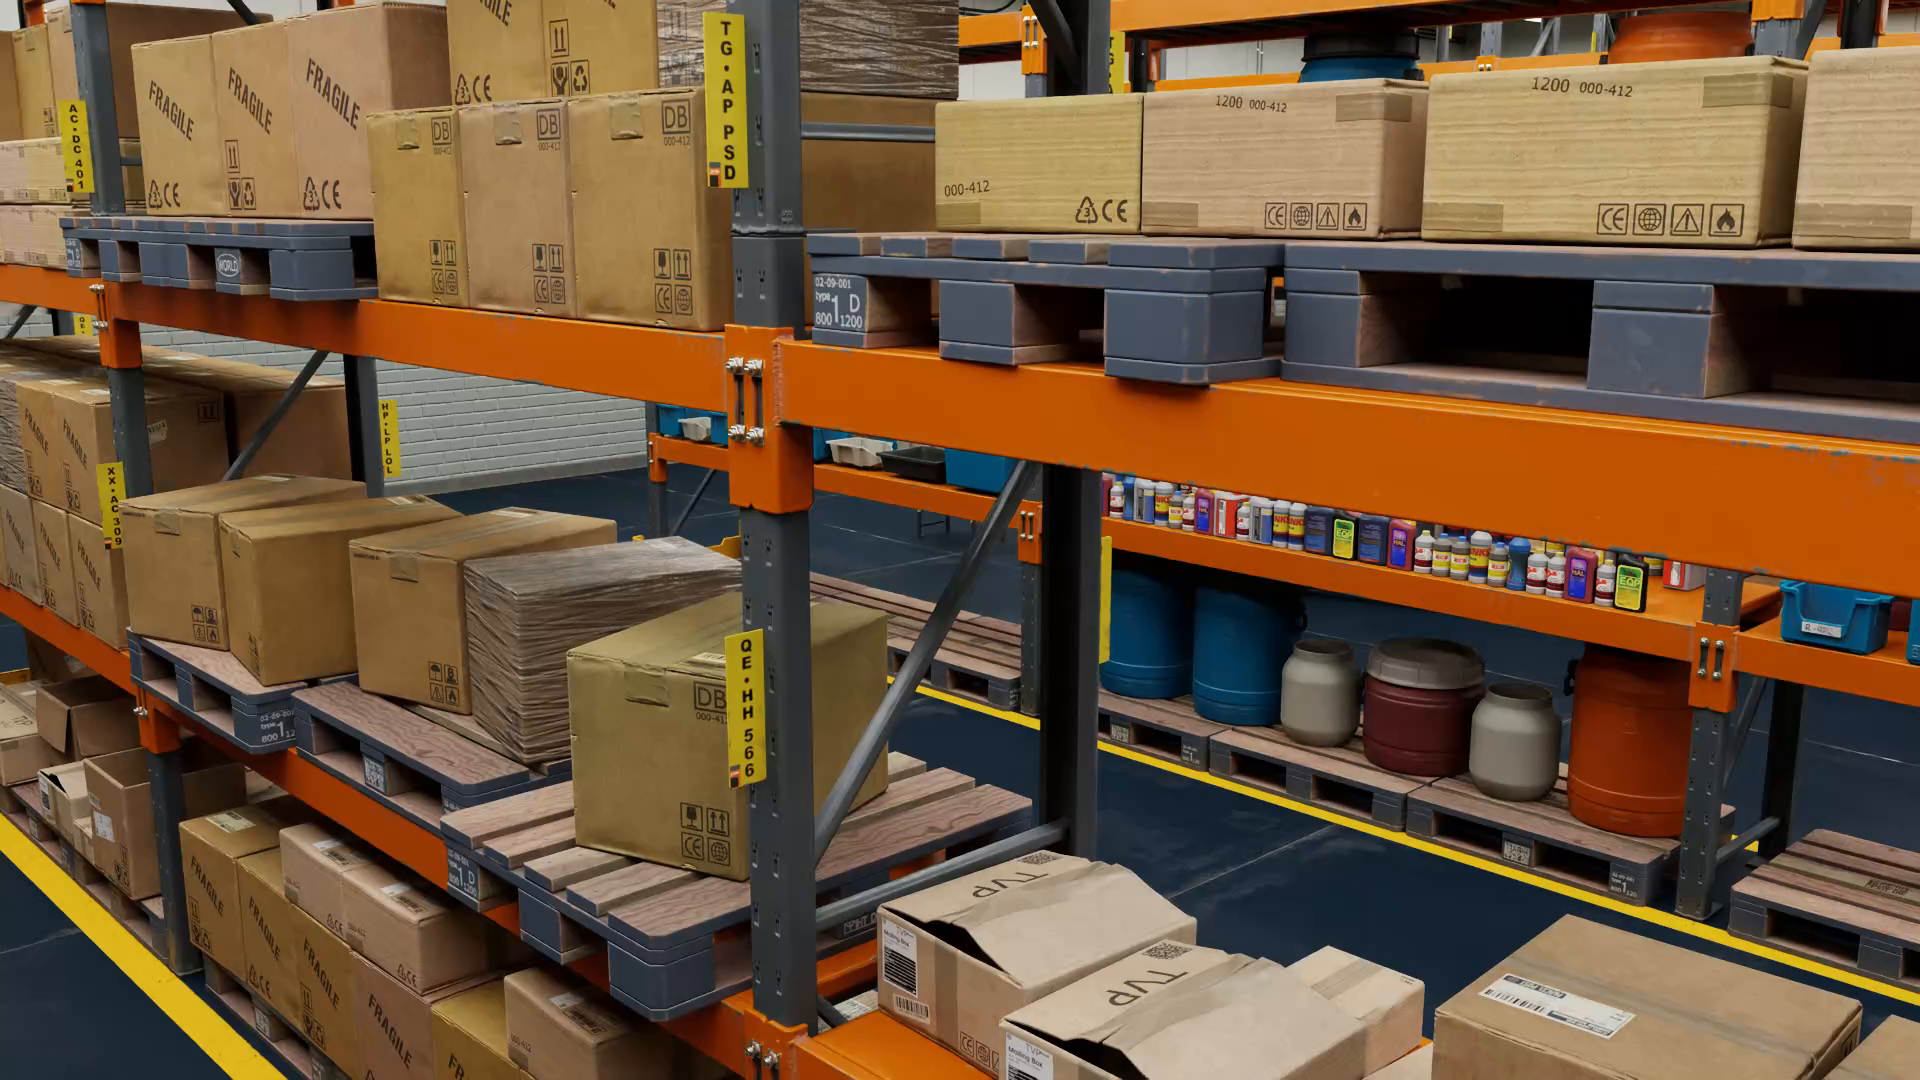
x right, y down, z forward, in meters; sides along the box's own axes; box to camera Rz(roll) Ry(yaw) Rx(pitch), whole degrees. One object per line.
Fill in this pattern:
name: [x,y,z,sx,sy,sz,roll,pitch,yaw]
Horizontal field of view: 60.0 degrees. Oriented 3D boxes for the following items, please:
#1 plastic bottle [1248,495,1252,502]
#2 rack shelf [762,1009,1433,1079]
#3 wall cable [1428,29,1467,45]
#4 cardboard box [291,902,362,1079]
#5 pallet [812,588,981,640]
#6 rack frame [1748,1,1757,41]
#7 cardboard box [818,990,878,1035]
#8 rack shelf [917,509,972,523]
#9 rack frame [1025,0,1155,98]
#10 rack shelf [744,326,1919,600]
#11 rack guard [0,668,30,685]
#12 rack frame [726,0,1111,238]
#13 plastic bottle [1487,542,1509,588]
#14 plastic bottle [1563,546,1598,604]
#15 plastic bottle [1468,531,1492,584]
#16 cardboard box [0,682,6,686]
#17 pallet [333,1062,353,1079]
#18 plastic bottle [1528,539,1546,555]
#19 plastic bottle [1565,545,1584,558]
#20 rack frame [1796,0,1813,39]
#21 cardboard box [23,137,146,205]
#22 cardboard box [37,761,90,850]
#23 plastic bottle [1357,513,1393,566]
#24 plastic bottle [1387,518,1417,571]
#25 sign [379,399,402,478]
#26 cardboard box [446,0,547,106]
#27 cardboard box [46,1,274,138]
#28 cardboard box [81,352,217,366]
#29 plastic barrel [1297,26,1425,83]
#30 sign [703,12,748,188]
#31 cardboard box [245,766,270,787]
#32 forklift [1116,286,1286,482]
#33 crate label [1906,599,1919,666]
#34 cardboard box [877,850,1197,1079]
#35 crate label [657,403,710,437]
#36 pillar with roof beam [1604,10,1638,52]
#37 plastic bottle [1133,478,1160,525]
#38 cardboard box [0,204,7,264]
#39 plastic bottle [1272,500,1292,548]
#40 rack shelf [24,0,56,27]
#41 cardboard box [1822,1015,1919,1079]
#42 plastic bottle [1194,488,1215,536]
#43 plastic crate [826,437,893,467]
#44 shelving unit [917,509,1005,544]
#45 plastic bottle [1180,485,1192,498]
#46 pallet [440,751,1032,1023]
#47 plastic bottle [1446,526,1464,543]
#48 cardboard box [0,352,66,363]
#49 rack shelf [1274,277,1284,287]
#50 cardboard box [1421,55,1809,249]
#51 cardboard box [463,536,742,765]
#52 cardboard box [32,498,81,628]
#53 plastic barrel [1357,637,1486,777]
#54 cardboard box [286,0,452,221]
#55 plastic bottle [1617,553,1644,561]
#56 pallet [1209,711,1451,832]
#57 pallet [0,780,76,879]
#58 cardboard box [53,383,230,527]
plastic bottle: [1.562,-0.177,8.983,0.152,0.276,0.135,-11,16,-43]
rack shelf: [1.327,1.445,2.584,1.077,0.370,4.000,-11,16,-43]
wall cable: [9.371,-10.484,30.053,2.988,3.039,0.133,-11,16,-43]
cardboard box: [-1.943,1.481,5.733,0.500,0.500,0.500,-11,16,-42]
pallet: [-0.614,0.613,11.750,1.003,0.211,1.213,-11,16,-43]
rack frame: [12.343,-6.758,25.750,1.000,3.000,0.127,-11,16,-43]
cardboard box: [-0.528,1.628,5.019,0.500,0.500,0.500,11,16,43]
rack shelf: [0.005,-0.414,15.160,0.431,0.370,0.720,-11,16,-43]
rack frame: [0.768,-3.411,9.504,1.000,3.000,0.127,-11,16,-43]
rack shelf: [1.327,-0.024,2.281,1.077,0.370,4.000,-11,16,-43]
rack guard: [-5.527,0.869,9.794,1.175,0.500,0.348,-11,16,-43]
rack frame: [-0.054,-2.137,3.323,1.000,3.000,0.127,-11,16,-43]
plastic bottle: [2.515,0.113,7.758,0.097,0.201,0.097,0,12,0]
plastic bottle: [2.783,0.135,7.449,0.061,0.283,0.133,-11,16,-43]
plastic bottle: [2.448,0.065,7.820,0.097,0.271,0.097,0,12,0]
cardboard box: [-5.539,0.923,9.309,0.380,0.149,0.250,-11,16,-43]
pallet: [-1.381,1.875,5.628,1.003,0.211,1.213,-11,16,-43]
plastic bottle: [2.927,-0.067,8.430,0.061,0.283,0.133,-11,16,-43]
plastic bottle: [3.042,-0.014,8.201,0.097,0.271,0.097,0,12,0]
rack frame: [8.008,-4.777,16.137,1.000,3.000,0.127,-11,16,-43]
cardboard box: [-3.349,-1.456,6.584,0.500,0.250,0.500,-11,16,-43]
cardboard box: [-3.933,1.166,7.732,0.500,0.311,0.500,-11,16,-43]
plastic bottle: [2.074,-0.060,8.229,0.144,0.351,0.185,-11,16,-43]
plastic bottle: [2.153,0.002,8.095,0.061,0.283,0.133,-11,16,-43]
sign: [-2.418,-0.428,7.023,0.100,0.325,0.005,-11,16,-43]
cardboard box: [-1.056,-1.420,4.550,0.500,0.500,0.500,-11,16,-43]
cardboard box: [-3.180,-1.856,6.667,0.700,0.500,0.500,-11,16,-43]
cardboard box: [-4.007,-0.655,8.270,0.500,0.500,0.500,-10,15,-41]
plastic barrel: [2.058,-2.165,8.608,0.600,0.901,0.708,-11,16,-43]
sign: [-0.448,-0.846,3.208,0.100,0.325,0.005,-11,16,-43]
cardboard box: [-3.555,1.173,8.053,0.380,0.166,0.250,-11,16,-43]
forklift: [2.433,-1.112,13.384,3.031,2.935,1.130,7,14,32]
crate label: [4.021,0.277,6.386,0.502,0.435,0.616,-11,16,-43]
cardboard box: [0.165,0.904,3.650,0.500,0.311,0.500,-10,15,-39]
crate label: [-2.062,-0.922,12.556,0.416,0.233,0.303,-11,16,-43]
pillar with roof beam: [8.019,-6.677,25.358,9.100,9.000,0.548,-11,16,-43]
plastic bottle: [1.065,-0.238,9.277,0.152,0.276,0.135,-11,16,-43]
cardboard box: [-4.034,-1.358,7.348,0.500,0.250,0.500,-11,16,-43]
plastic bottle: [1.672,-0.099,8.616,0.097,0.271,0.097,0,12,0]
rack shelf: [-4.198,-2.659,7.646,1.077,0.370,4.000,-11,16,-43]
cardboard box: [1.480,1.072,2.368,0.500,0.500,0.500,-11,16,-42]
plastic bottle: [1.326,-0.173,8.944,0.061,0.283,0.133,-11,16,-43]
plastic crate: [-0.652,-0.585,11.160,0.293,0.136,0.466,-11,16,-43]
shelving unit: [0.005,-0.734,15.094,0.431,1.500,0.755,-11,16,-43]
plastic bottle: [1.374,-0.350,10.005,0.097,0.201,0.097,0,12,0]
pallet: [-0.573,0.806,4.380,1.213,0.211,1.003,-11,16,-43]
plastic bottle: [2.608,-0.123,8.733,0.097,0.271,0.097,0,12,0]
cardboard box: [-4.755,-0.655,8.269,0.500,0.500,0.500,-11,16,-42]
rack shelf: [2.149,-1.297,8.462,1.077,0.370,4.000,-11,16,-43]
cardboard box: [1.062,-0.583,2.543,0.500,0.250,0.500,-11,16,-44]
cardboard box: [-1.064,0.310,5.023,0.700,0.500,0.500,-7,14,-32]
cardboard box: [-3.705,0.056,7.296,0.500,0.500,0.500,-10,16,-41]
plastic barrel: [2.401,0.853,8.612,0.600,0.588,0.708,-11,16,-43]
cardboard box: [-1.599,-1.277,5.047,0.600,0.600,0.600,11,16,43]
plastic bottle: [3.272,0.006,8.076,0.061,0.283,0.133,-11,16,-43]
pallet: [2.118,1.190,8.951,1.003,0.211,1.213,-11,16,-43]
pallet: [-4.137,1.305,8.395,1.003,0.211,1.213,-11,16,-43]
cardboard box: [-3.353,-0.359,6.834,0.500,0.500,0.500,-11,16,-42]
